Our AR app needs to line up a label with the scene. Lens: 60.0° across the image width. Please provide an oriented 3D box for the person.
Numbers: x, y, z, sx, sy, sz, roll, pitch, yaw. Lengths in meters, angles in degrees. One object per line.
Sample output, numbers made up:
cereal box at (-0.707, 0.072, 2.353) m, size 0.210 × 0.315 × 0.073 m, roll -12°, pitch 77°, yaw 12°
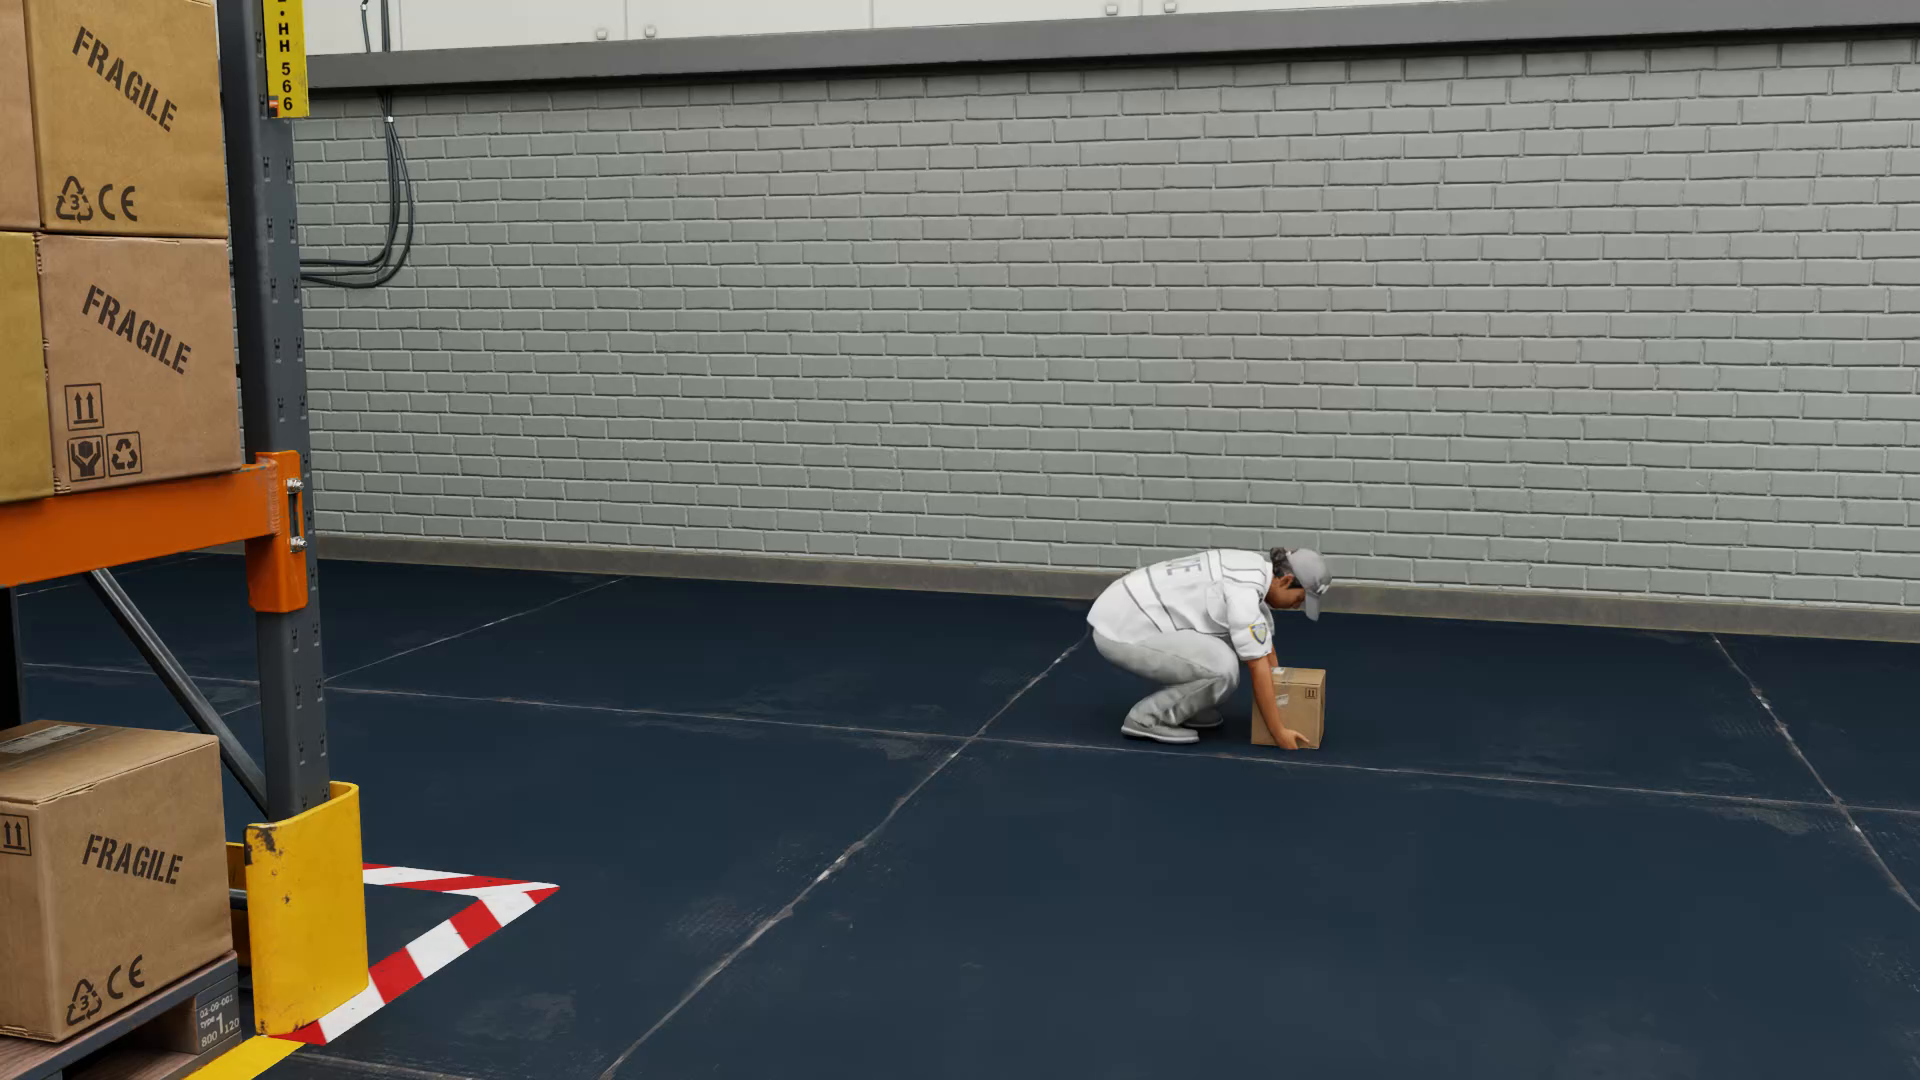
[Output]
person at (0.962, 0.415, 6.390) m, size 0.883 × 0.798 × 0.506 m, roll 2°, pitch 9°, yaw 15°
